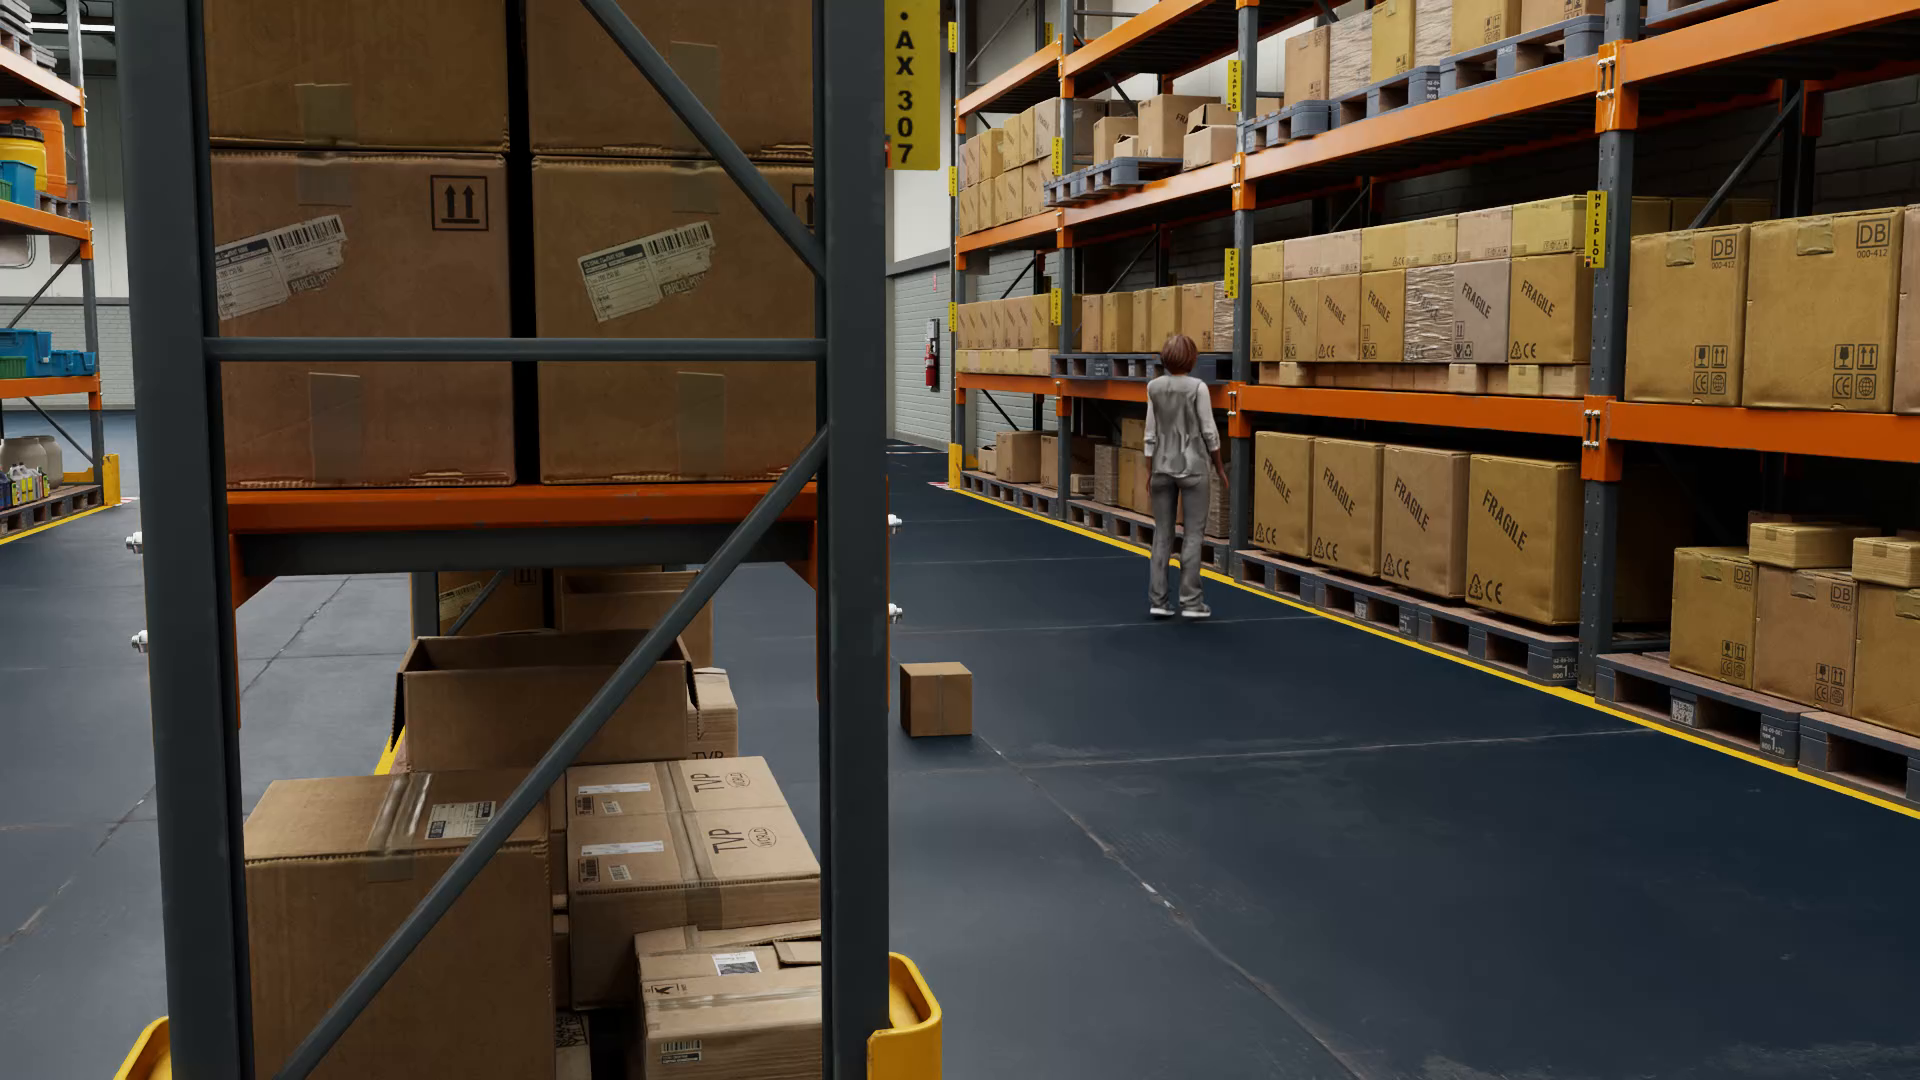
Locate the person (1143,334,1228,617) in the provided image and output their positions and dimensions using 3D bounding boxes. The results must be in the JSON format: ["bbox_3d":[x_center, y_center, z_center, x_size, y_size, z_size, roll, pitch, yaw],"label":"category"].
[{"bbox_3d":[1.264,-0.351,9.400,0.439,1.616,0.350,4,7,31],"label":"person"}]
